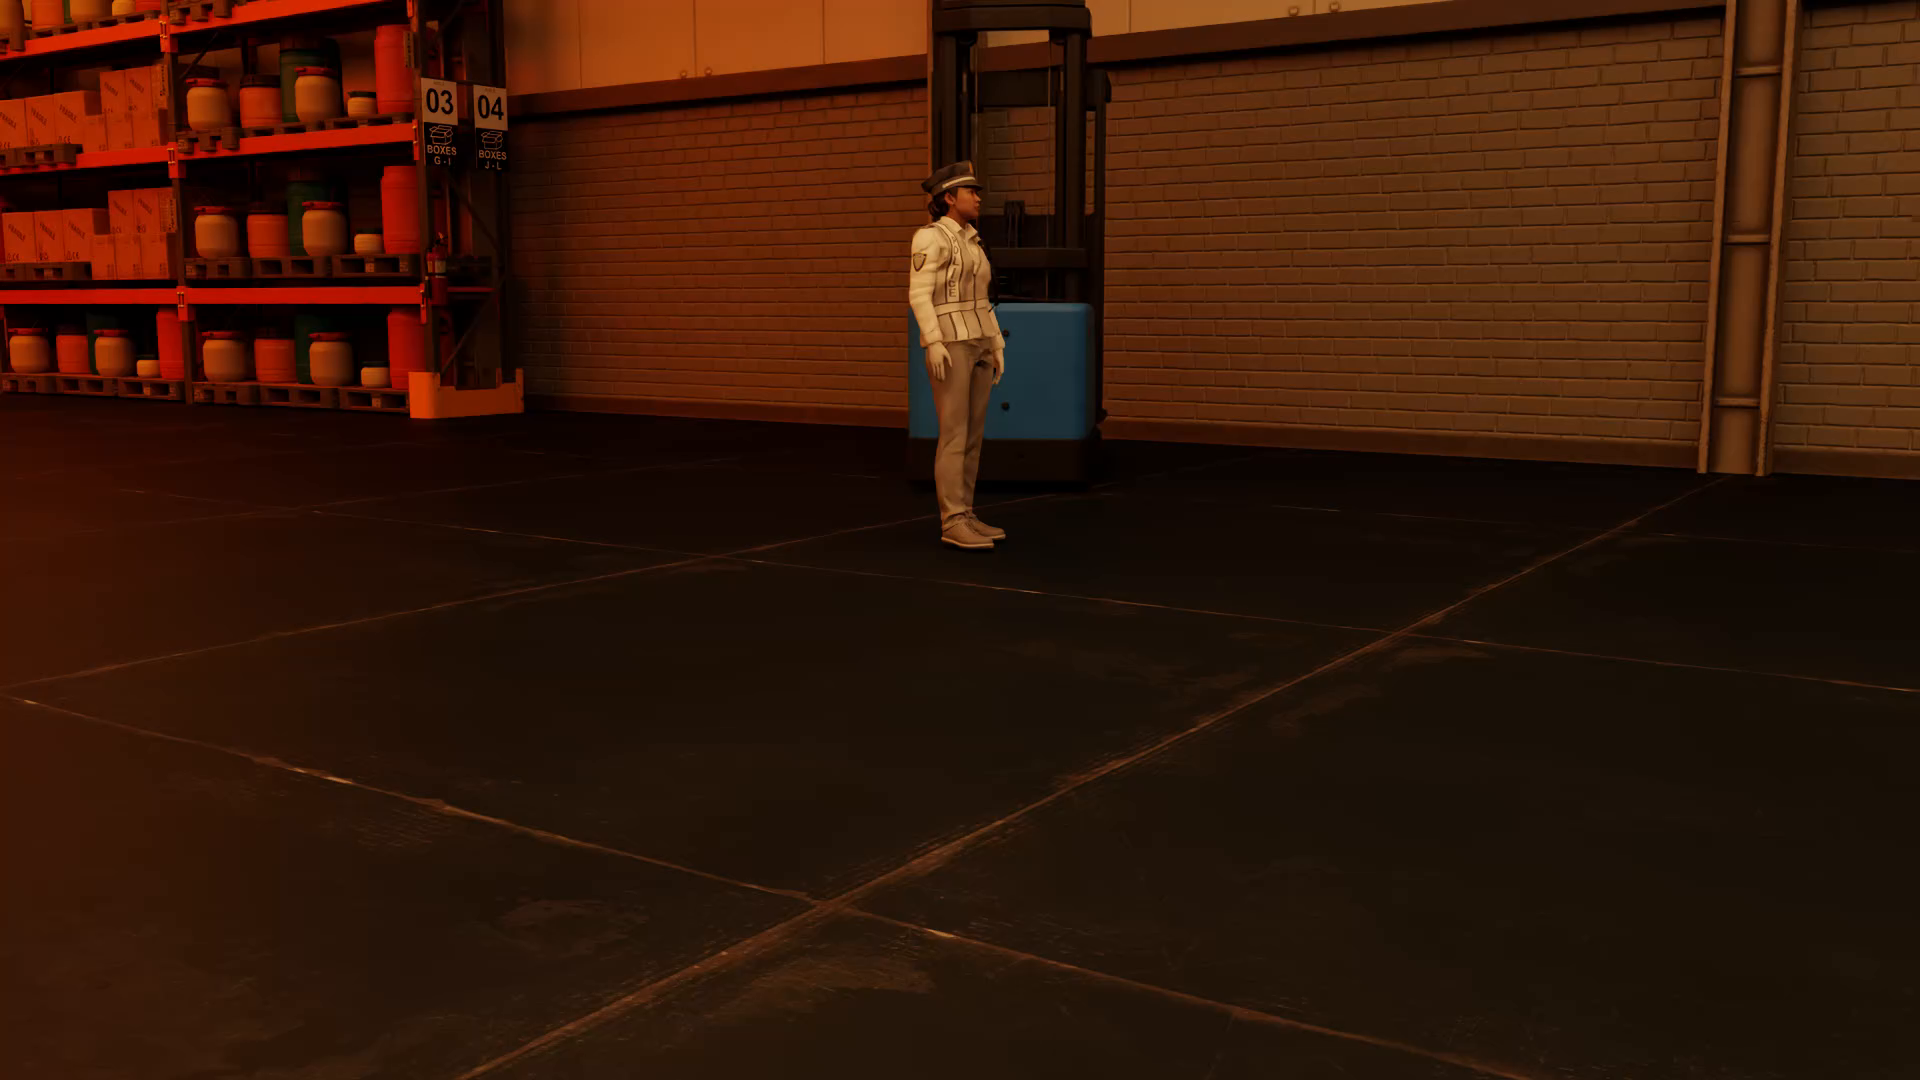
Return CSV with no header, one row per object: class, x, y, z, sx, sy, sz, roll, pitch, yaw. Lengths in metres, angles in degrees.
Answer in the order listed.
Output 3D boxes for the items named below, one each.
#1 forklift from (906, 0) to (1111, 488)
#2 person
forklift,0.399,-1.924,10.725,1.130,2.935,3.031,1,8,8
person,0.053,-0.840,7.440,0.531,1.695,0.588,5,10,34
